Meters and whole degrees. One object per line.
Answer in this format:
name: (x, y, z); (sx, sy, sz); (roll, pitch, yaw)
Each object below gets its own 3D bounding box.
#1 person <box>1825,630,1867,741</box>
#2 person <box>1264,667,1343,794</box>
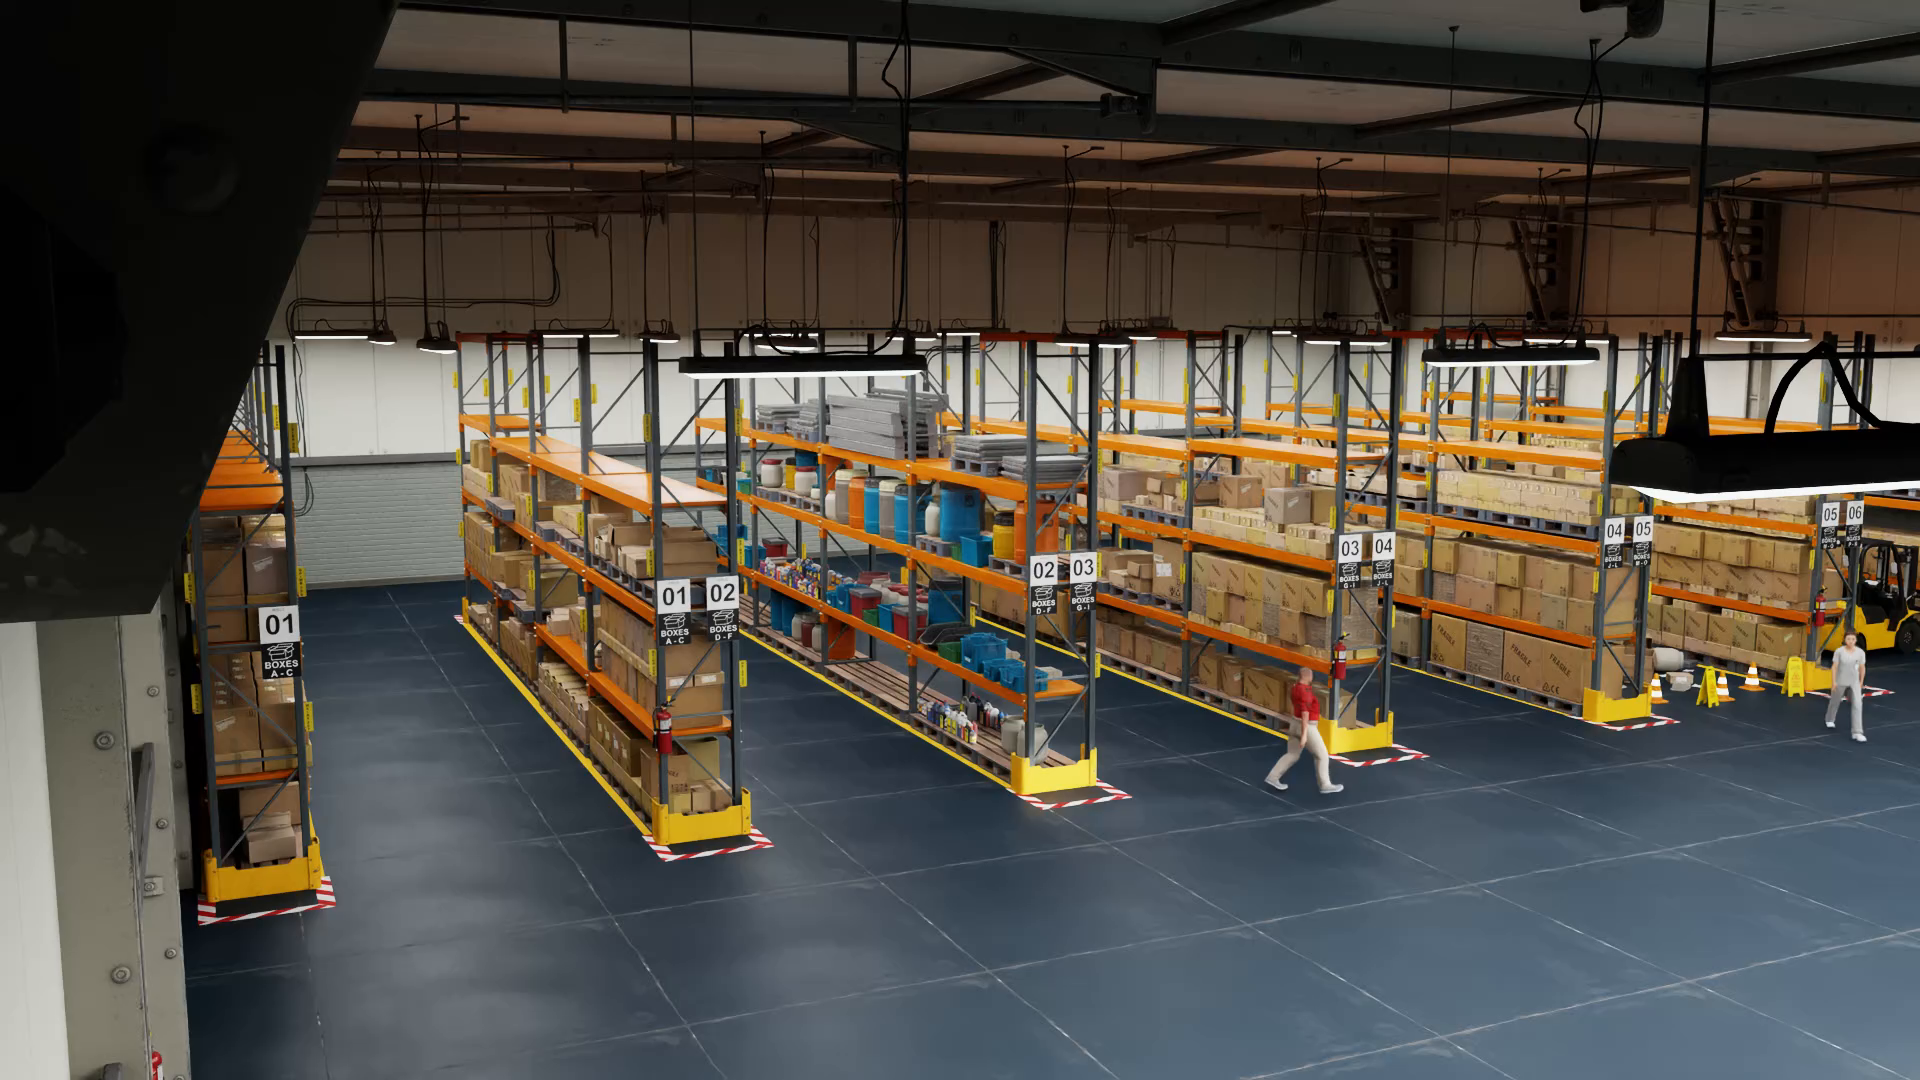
person: (13.355, 2.143, 25.025); (0.503, 1.601, 1.097); (1, 8, 10)
person: (4.588, 2.525, 22.151); (0.948, 1.690, 0.563); (-3, 8, -19)
